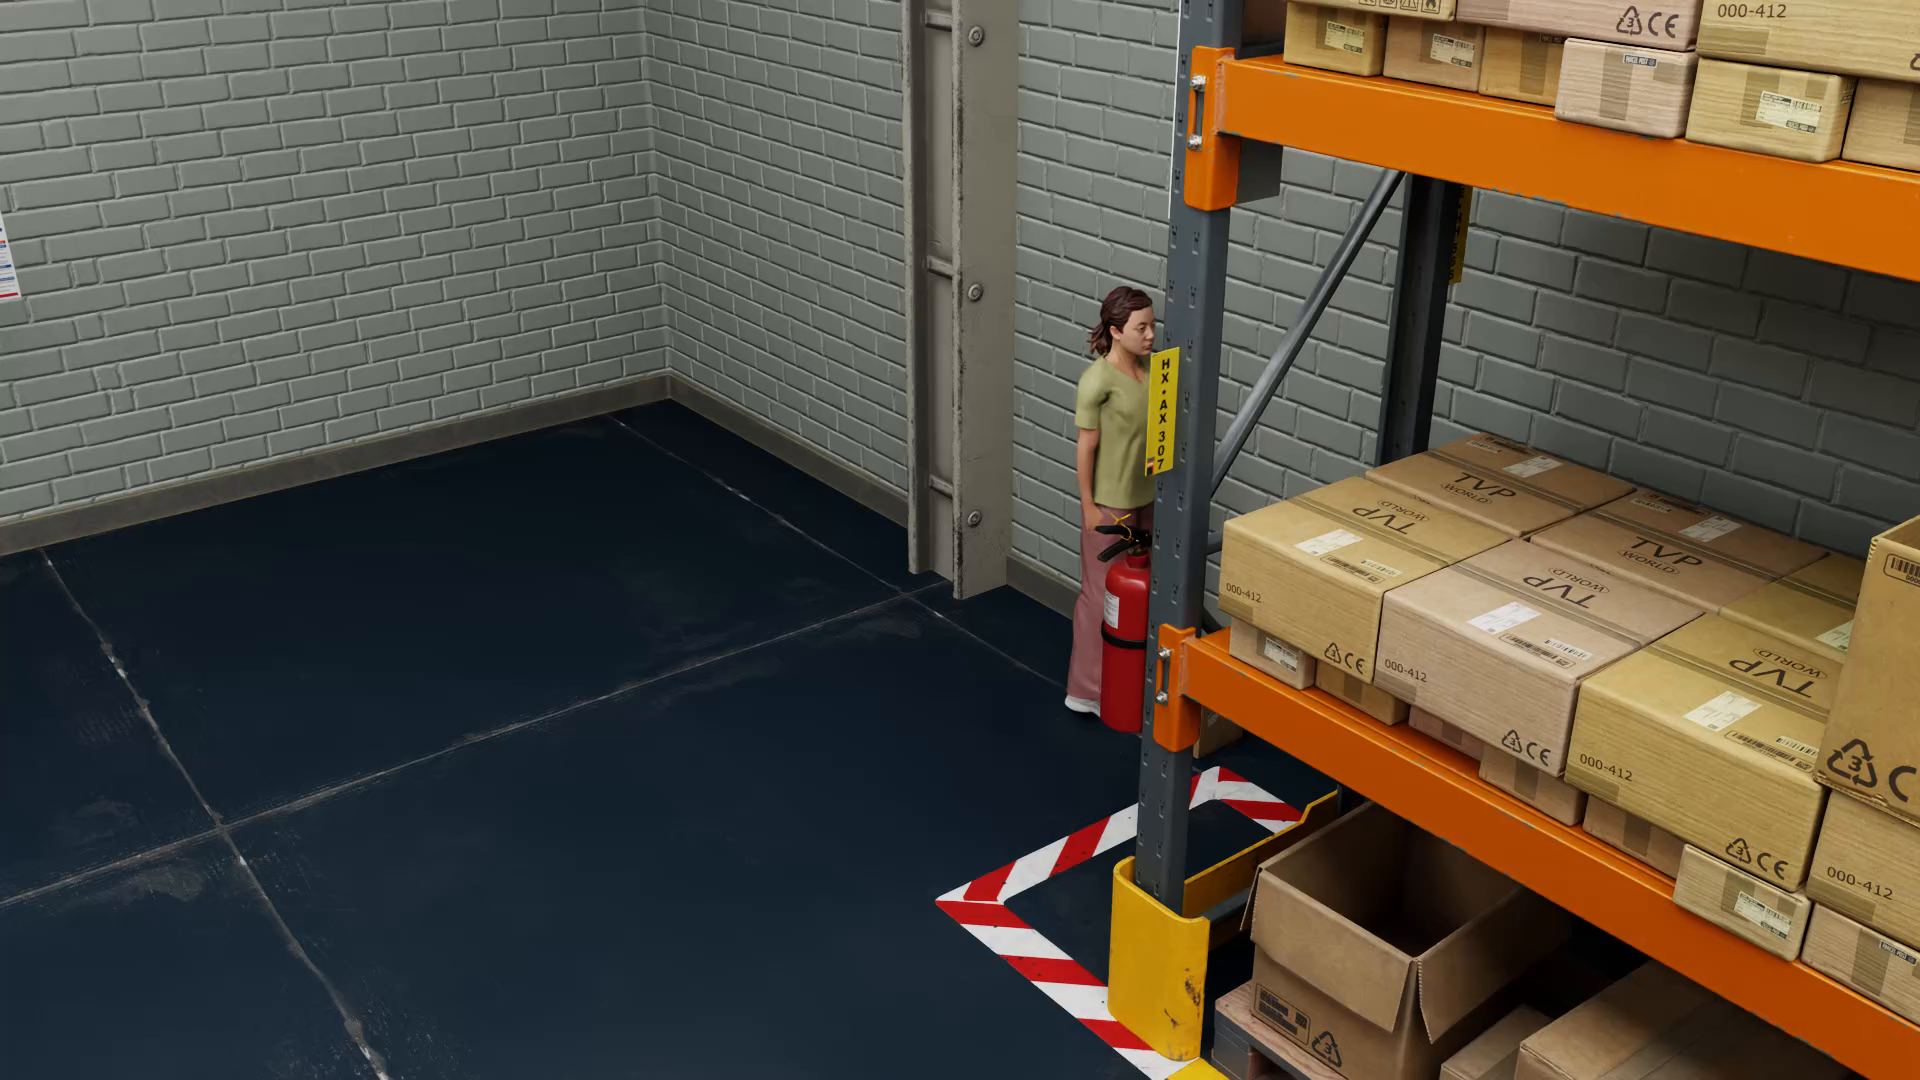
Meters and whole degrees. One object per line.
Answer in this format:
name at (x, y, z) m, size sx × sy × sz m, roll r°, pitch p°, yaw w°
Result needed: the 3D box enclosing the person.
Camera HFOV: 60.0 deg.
person at (0.630, -0.142, 6.406) m, size 0.424 × 1.676 × 0.533 m, roll 22°, pitch 32°, yaw 38°
